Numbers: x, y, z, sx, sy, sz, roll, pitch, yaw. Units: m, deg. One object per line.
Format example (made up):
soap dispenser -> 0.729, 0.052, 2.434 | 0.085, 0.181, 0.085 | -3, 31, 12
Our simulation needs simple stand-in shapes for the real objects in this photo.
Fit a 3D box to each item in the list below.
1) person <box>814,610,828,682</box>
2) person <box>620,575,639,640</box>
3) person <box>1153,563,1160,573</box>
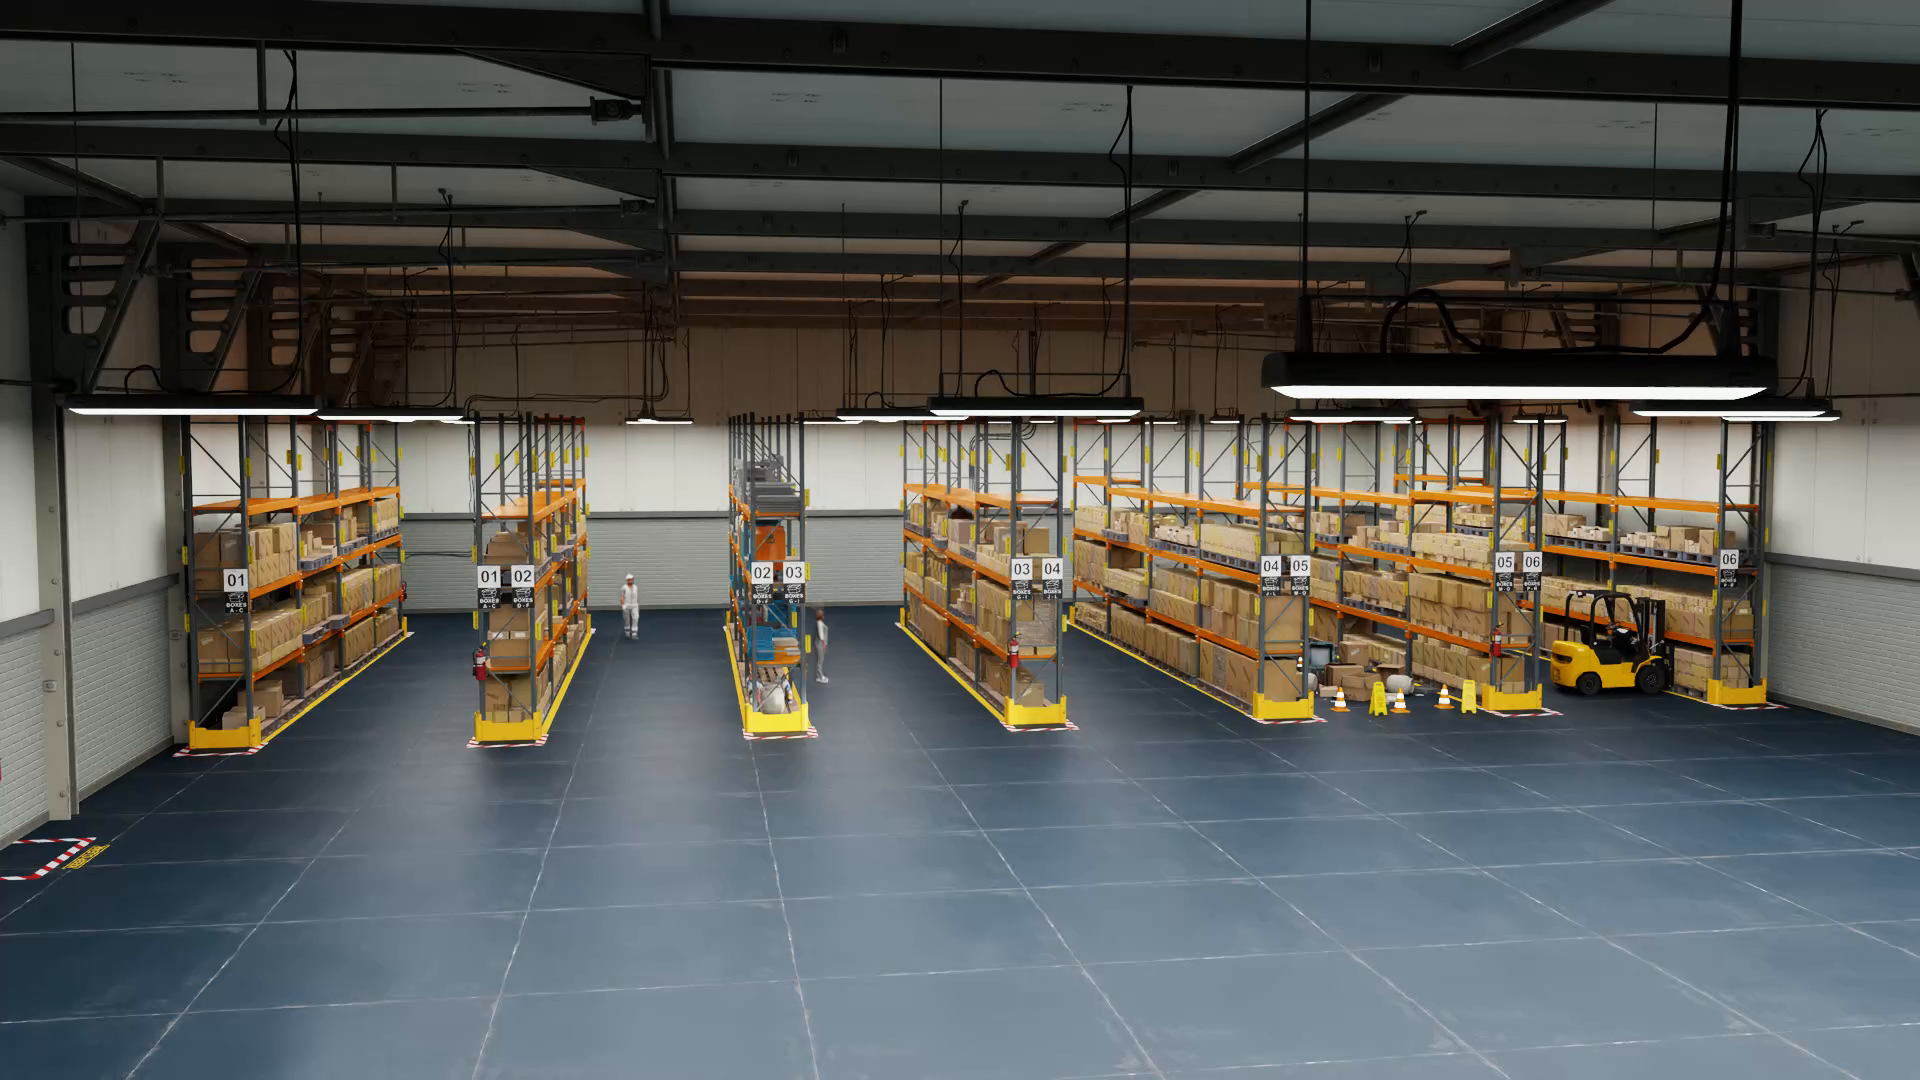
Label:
person -> -3.092, 2.362, 37.253 | 0.347, 1.602, 0.493 | 0, 4, 5
person -> -8.874, 1.805, 44.723 | 0.517, 1.747, 1.004 | -1, 4, -17
person -> 5.874, 1.499, 50.003 | 0.975, 1.638, 0.534 | -1, 4, -14
